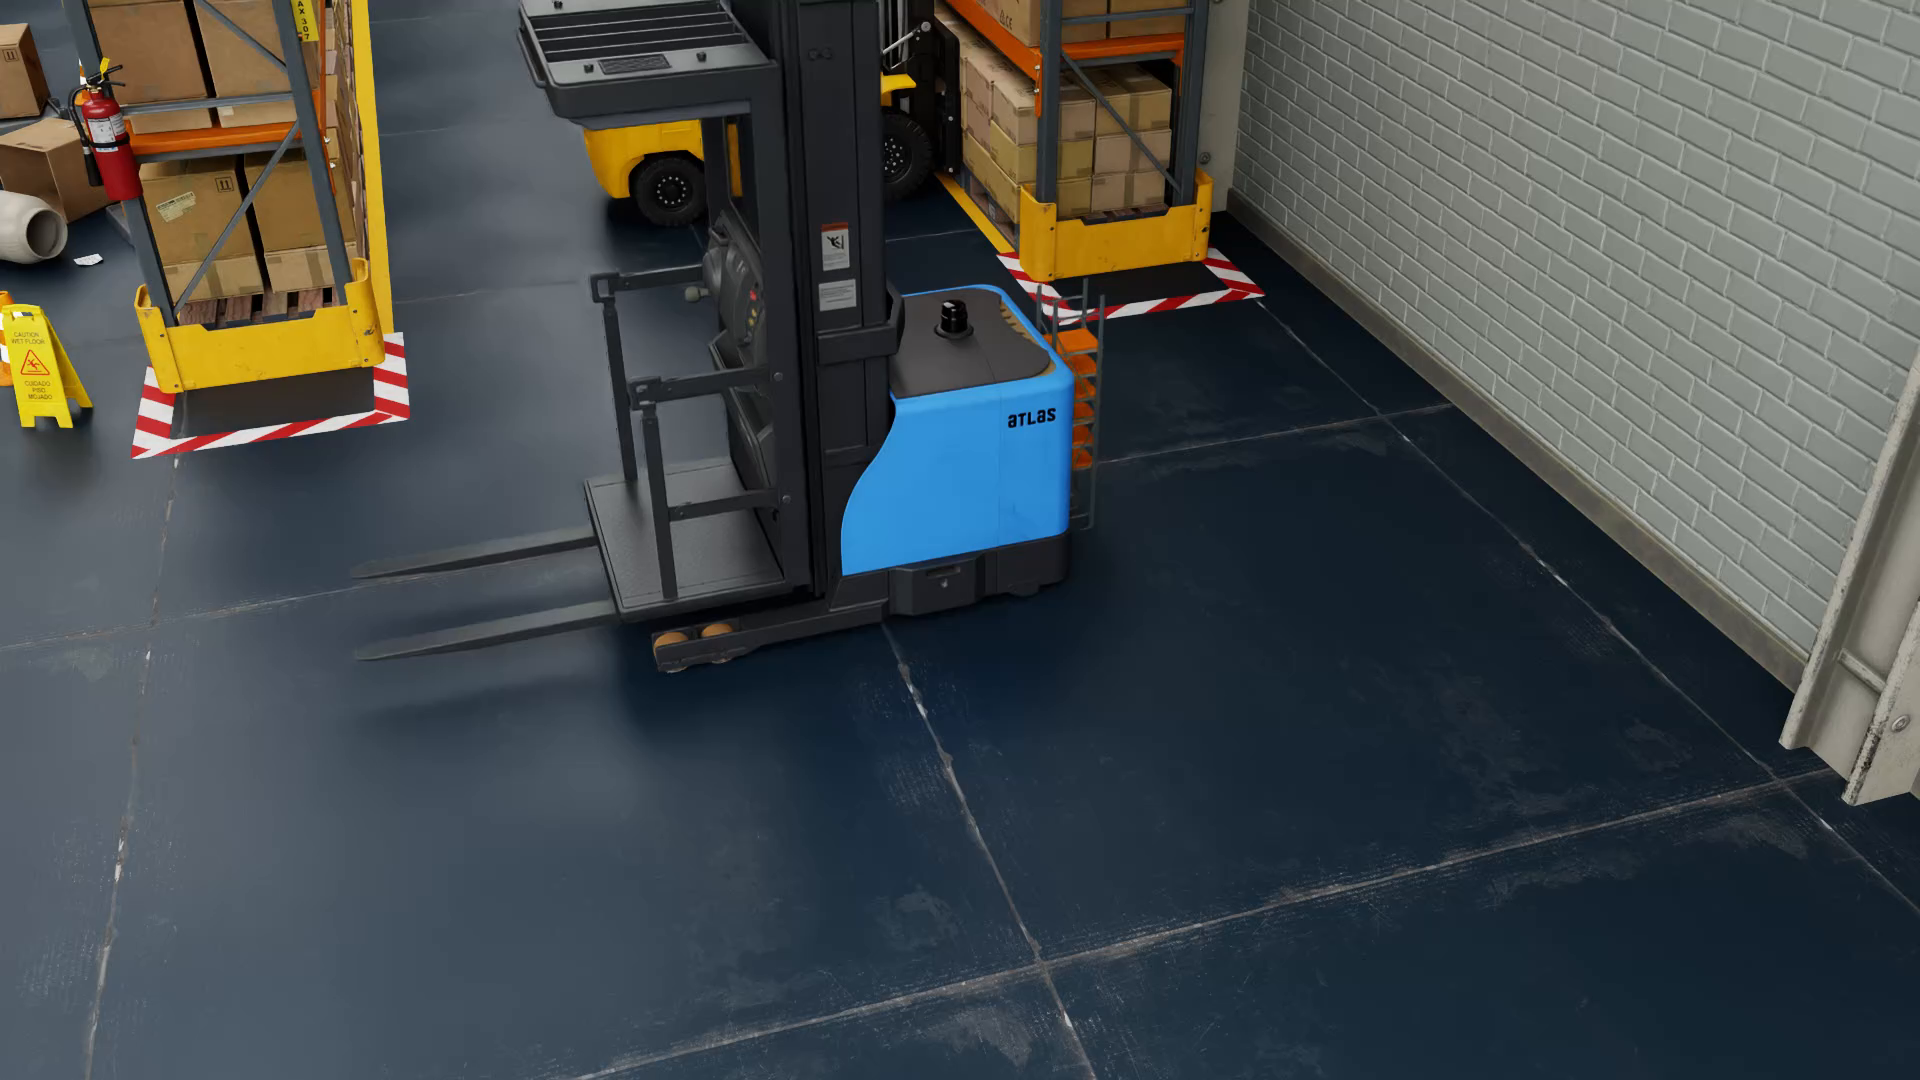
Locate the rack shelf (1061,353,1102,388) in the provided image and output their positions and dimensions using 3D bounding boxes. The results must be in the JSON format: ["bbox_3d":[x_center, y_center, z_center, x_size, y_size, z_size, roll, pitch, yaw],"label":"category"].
[{"bbox_3d":[0.481,-0.746,7.436,0.258,0.103,0.180,-11,35,-17],"label":"rack shelf"}]

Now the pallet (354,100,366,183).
[{"bbox_3d":[-4.755,-2.769,11.749,1.003,0.211,1.213,-10,35,-15],"label":"pallet"}]

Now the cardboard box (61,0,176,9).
[{"bbox_3d":[-4.137,-2.993,8.291,0.700,0.500,0.500,-11,35,-16],"label":"cardboard box"}]

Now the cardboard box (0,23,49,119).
[{"bbox_3d":[-6.679,-3.237,11.508,0.500,0.500,0.500,-10,35,-15],"label":"cardboard box"}]

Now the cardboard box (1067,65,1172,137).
[{"bbox_3d":[0.986,-2.745,10.389,0.500,0.250,0.500,-11,35,-15],"label":"cardboard box"}]

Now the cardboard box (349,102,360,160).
[{"bbox_3d":[-4.385,-2.764,11.325,0.500,0.250,0.500,-11,35,-16],"label":"cardboard box"}]

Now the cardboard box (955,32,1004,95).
[{"bbox_3d":[0.190,-3.180,11.048,0.500,0.250,0.500,-10,35,-14],"label":"cardboard box"}]

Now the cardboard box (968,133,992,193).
[{"bbox_3d":[0.366,-2.500,10.925,0.500,0.250,0.500,-10,35,-15],"label":"cardboard box"}]

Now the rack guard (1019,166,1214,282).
[{"bbox_3d":[0.960,-1.960,10.262,1.175,0.500,0.348,-10,35,-15],"label":"rack guard"}]

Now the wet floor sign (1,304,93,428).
[{"bbox_3d":[-4.734,-0.917,8.552,0.267,0.644,0.232,1,33,2],"label":"wet floor sign"}]

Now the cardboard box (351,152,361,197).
[{"bbox_3d":[-4.083,-2.230,10.518,0.500,0.250,0.500,-8,34,-12],"label":"cardboard box"}]

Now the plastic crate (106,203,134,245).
[{"bbox_3d":[-5.295,-2.098,10.853,0.402,0.080,0.583,-23,40,-31],"label":"plastic crate"}]

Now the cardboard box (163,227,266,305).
[{"bbox_3d":[-4.283,-1.598,9.561,0.500,0.250,0.500,-10,35,-15],"label":"cardboard box"}]

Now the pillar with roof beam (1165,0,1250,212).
[{"bbox_3d":[-2.501,-5.311,7.626,9.100,9.000,0.400,-10,35,-15],"label":"pillar with roof beam"}]

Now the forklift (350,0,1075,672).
[{"bbox_3d":[-1.083,-1.000,6.605,3.031,2.935,1.130,-11,35,-15],"label":"forklift"}]

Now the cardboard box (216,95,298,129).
[{"bbox_3d":[-3.680,-2.287,8.718,0.380,0.149,0.250,-10,35,-15],"label":"cardboard box"}]

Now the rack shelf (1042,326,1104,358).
[{"bbox_3d":[0.481,-0.846,7.370,0.258,0.103,0.180,-11,35,-17],"label":"rack shelf"}]

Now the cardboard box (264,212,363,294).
[{"bbox_3d":[-3.756,-1.677,9.680,0.500,0.250,0.500,-10,35,-15],"label":"cardboard box"}]

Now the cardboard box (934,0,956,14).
[{"bbox_3d":[-0.110,-3.724,11.872,0.500,0.250,0.500,-9,34,-13],"label":"cardboard box"}]

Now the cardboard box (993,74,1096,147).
[{"bbox_3d":[0.515,-2.650,10.246,0.500,0.250,0.500,-9,34,-13],"label":"cardboard box"}]

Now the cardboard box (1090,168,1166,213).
[{"bbox_3d":[0.989,-2.334,10.675,0.500,0.250,0.500,-10,35,-15],"label":"cardboard box"}]

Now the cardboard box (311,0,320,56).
[{"bbox_3d":[-3.815,-2.911,9.074,0.500,0.500,0.500,-9,35,-13],"label":"cardboard box"}]

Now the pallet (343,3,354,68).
[{"bbox_3d":[-5.608,-4.166,13.862,1.003,0.211,1.213,-10,35,-15],"label":"pallet"}]

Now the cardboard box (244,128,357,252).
[{"bbox_3d":[-3.764,-2.002,9.492,0.500,0.500,0.500,-11,35,-16],"label":"cardboard box"}]

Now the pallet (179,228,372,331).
[{"bbox_3d":[-4.011,-1.488,9.810,1.003,0.211,1.213,-10,35,-15],"label":"pallet"}]

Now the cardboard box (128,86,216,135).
[{"bbox_3d":[-4.091,-2.234,8.638,0.380,0.149,0.250,-9,34,-13],"label":"cardboard box"}]

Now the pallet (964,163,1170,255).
[{"bbox_3d":[0.680,-2.246,10.958,1.003,0.211,1.213,-10,35,-15],"label":"pallet"}]

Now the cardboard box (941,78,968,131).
[{"bbox_3d":[0.186,-2.988,11.210,0.500,0.250,0.500,-11,35,-16],"label":"cardboard box"}]

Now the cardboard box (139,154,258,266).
[{"bbox_3d":[-4.266,-1.896,9.332,0.500,0.500,0.500,-10,35,-14],"label":"cardboard box"}]

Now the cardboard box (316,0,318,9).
[{"bbox_3d":[-4.134,-3.444,9.881,0.500,0.500,0.500,-11,35,-16],"label":"cardboard box"}]

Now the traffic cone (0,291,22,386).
[{"bbox_3d":[-5.133,-1.129,9.039,0.336,0.463,0.334,-10,35,-15],"label":"traffic cone"}]

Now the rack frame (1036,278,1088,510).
[{"bbox_3d":[0.450,-0.630,7.615,0.240,1.200,0.006,-11,35,-17],"label":"rack frame"}]

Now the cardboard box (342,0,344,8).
[{"bbox_3d":[-5.818,-4.773,14.256,0.950,0.372,0.625,-11,35,-16],"label":"cardboard box"}]

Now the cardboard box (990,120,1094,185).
[{"bbox_3d":[0.507,-2.455,10.404,0.500,0.250,0.500,-10,35,-15],"label":"cardboard box"}]

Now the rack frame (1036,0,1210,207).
[{"bbox_3d":[0.953,-3.015,9.592,1.000,3.000,0.127,-10,35,-15],"label":"rack frame"}]

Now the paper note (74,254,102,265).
[{"bbox_3d":[-5.437,-1.752,10.374,0.142,0.019,0.148,-23,40,-31],"label":"paper note"}]

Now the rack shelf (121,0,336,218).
[{"bbox_3d":[-4.383,-2.929,10.114,1.077,0.370,4.000,-10,35,-15],"label":"rack shelf"}]

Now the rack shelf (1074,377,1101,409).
[{"bbox_3d":[0.481,-0.646,7.502,0.258,0.103,0.180,-11,35,-17],"label":"rack shelf"}]

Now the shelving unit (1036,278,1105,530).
[{"bbox_3d":[0.481,-0.583,7.544,0.258,1.200,0.189,-11,35,-17],"label":"shelving unit"}]

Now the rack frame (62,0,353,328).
[{"bbox_3d":[-3.773,-2.179,8.326,1.000,3.000,0.127,-10,35,-15],"label":"rack frame"}]

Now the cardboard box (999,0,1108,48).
[{"bbox_3d":[0.552,-3.271,9.889,0.500,0.500,0.500,-11,35,-16],"label":"cardboard box"}]

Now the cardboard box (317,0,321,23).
[{"bbox_3d":[-4.130,-3.255,10.183,0.380,0.149,0.250,-10,35,-14],"label":"cardboard box"}]

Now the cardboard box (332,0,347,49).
[{"bbox_3d":[-5.378,-4.009,13.100,0.950,0.372,0.625,-8,34,-12],"label":"cardboard box"}]

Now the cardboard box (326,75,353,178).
[{"bbox_3d":[-4.073,-2.540,10.307,0.500,0.500,0.500,-9,35,-14],"label":"cardboard box"}]

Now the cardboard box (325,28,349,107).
[{"bbox_3d":[-4.401,-3.087,11.134,0.500,0.500,0.500,-9,35,-14],"label":"cardboard box"}]

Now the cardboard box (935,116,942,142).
[{"bbox_3d":[0.042,-3.033,11.732,0.500,0.250,0.500,-9,34,-13],"label":"cardboard box"}]
